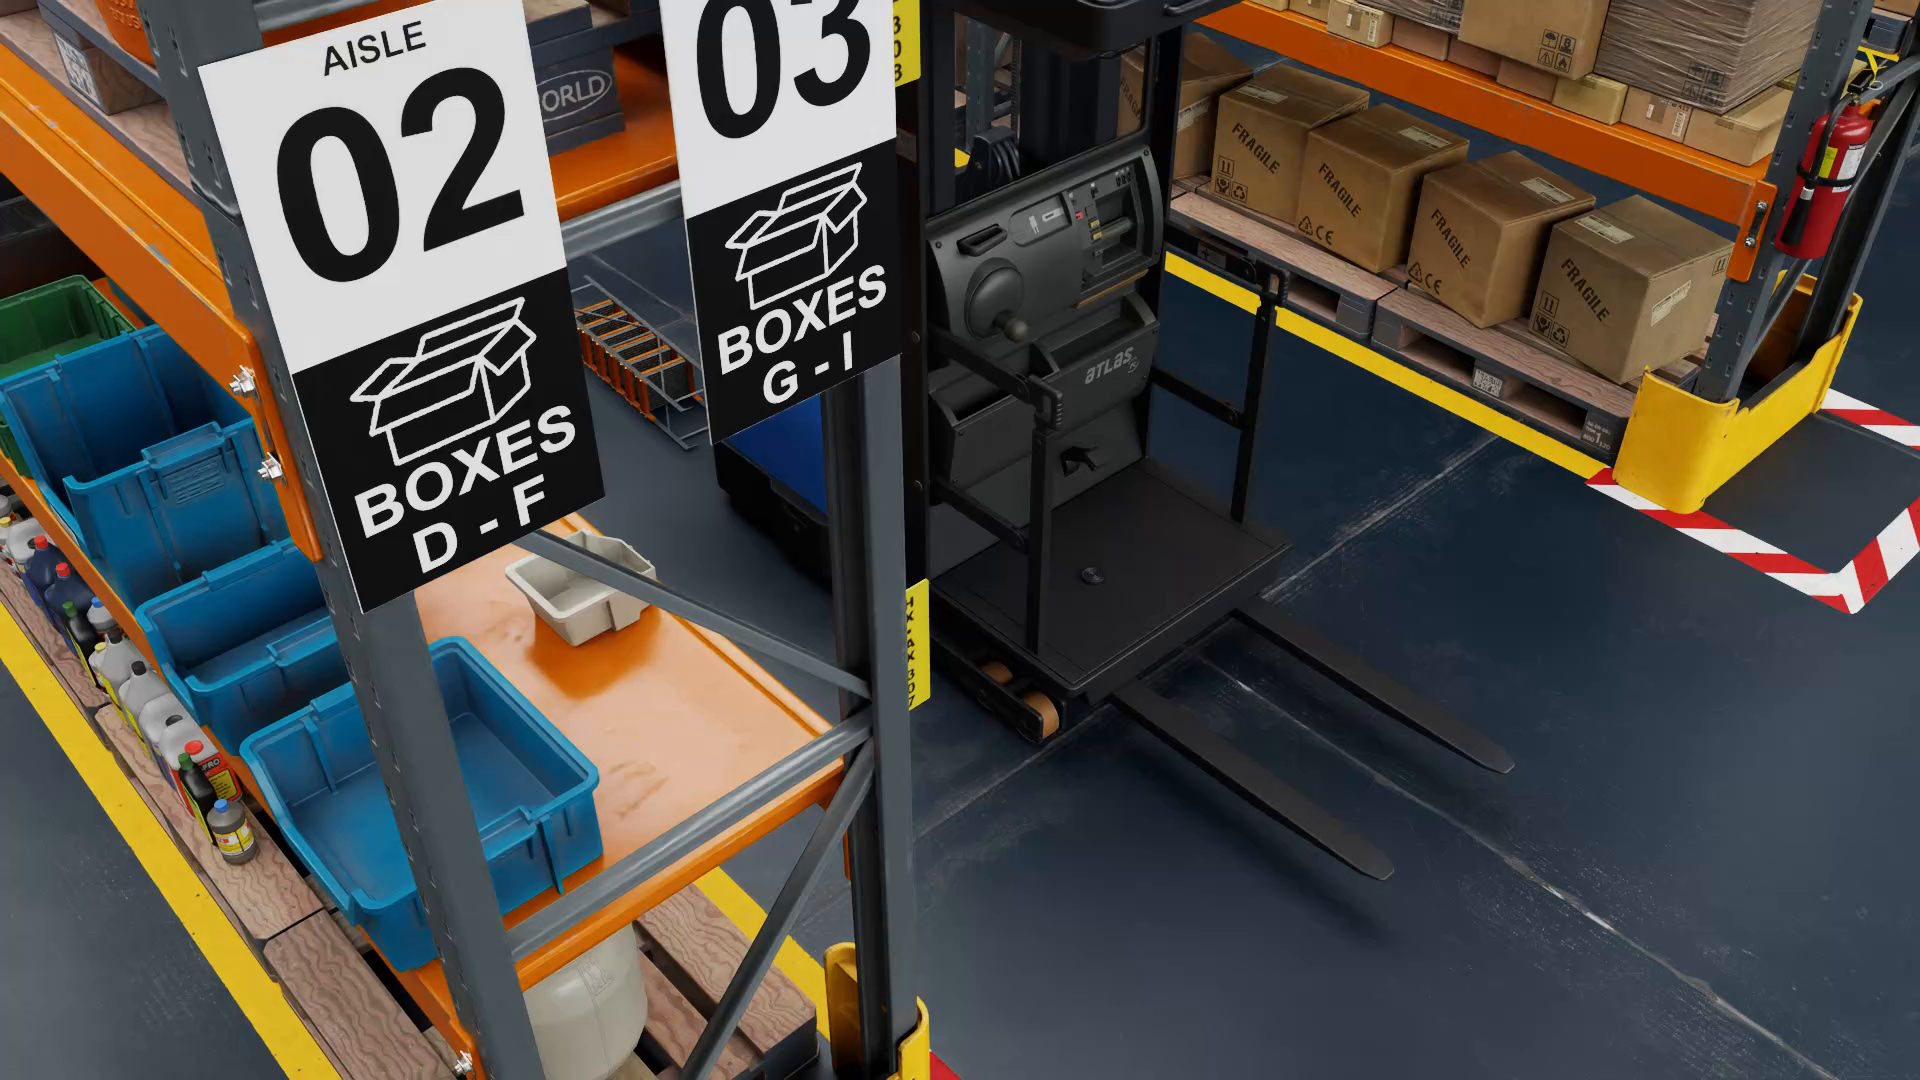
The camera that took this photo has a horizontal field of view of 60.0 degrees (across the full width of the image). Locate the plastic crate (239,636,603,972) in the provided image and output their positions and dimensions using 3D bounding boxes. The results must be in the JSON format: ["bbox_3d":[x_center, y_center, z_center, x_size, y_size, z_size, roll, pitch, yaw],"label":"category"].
[{"bbox_3d":[-1.068,0.517,3.341,0.499,0.251,0.616,-30,48,-32],"label":"plastic crate"}]

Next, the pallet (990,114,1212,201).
[{"bbox_3d":[0.914,-2.012,8.573,1.003,0.211,1.213,-30,48,-32],"label":"pallet"}]

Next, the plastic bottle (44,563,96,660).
[{"bbox_3d":[-2.847,0.209,5.362,0.185,0.351,0.144,32,49,33],"label":"plastic bottle"}]

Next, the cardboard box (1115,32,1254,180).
[{"bbox_3d":[1.068,-2.119,8.142,0.500,0.500,0.500,-16,42,-19],"label":"cardboard box"}]

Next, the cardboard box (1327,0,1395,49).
[{"bbox_3d":[1.702,-2.137,6.709,0.380,0.149,0.250,-30,48,-32],"label":"cardboard box"}]

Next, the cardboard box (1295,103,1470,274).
[{"bbox_3d":[1.890,-1.588,7.484,0.500,0.500,0.500,-25,45,-28],"label":"cardboard box"}]

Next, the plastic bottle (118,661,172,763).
[{"bbox_3d":[-2.433,0.492,5.012,0.144,0.351,0.185,-28,47,-30],"label":"plastic bottle"}]

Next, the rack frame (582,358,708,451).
[{"bbox_3d":[-1.382,-0.699,7.105,0.240,0.006,1.200,-27,46,-29],"label":"rack frame"}]

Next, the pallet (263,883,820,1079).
[{"bbox_3d":[-1.141,1.255,4.528,1.003,0.211,1.213,-30,48,-32],"label":"pallet"}]

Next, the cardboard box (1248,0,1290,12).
[{"bbox_3d":[1.382,-2.379,7.008,0.380,0.149,0.250,-30,48,-32],"label":"cardboard box"}]

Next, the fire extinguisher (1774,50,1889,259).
[{"bbox_3d":[2.877,-1.262,5.487,0.296,0.674,0.183,-30,48,-32],"label":"fire extinguisher"}]

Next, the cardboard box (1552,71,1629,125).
[{"bbox_3d":[2.419,-1.698,6.164,0.380,0.149,0.250,-30,48,-32],"label":"cardboard box"}]

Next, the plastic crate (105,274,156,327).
[{"bbox_3d":[-2.266,-0.833,5.013,0.499,0.251,0.616,-30,48,-32],"label":"plastic crate"}]

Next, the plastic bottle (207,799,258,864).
[{"bbox_3d":[-2.074,0.817,4.728,0.097,0.201,0.097,0,39,0],"label":"plastic bottle"}]

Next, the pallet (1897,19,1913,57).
[{"bbox_3d":[6.262,-2.854,9.616,1.003,0.211,1.213,-30,48,-32],"label":"pallet"}]

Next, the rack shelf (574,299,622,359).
[{"bbox_3d":[-1.579,-0.924,7.241,0.258,0.180,0.103,-27,46,-29],"label":"rack shelf"}]

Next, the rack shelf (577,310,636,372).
[{"bbox_3d":[-1.504,-0.866,7.168,0.258,0.180,0.103,-27,46,-29],"label":"rack shelf"}]

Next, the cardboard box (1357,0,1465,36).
[{"bbox_3d":[2.054,-2.392,6.508,0.875,0.500,0.500,-30,48,-32],"label":"cardboard box"}]

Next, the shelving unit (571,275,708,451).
[{"bbox_3d":[-1.382,-0.771,7.048,0.258,0.189,1.200,-27,46,-29],"label":"shelving unit"}]

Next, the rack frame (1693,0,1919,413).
[{"bbox_3d":[3.139,-1.541,5.771,1.000,3.000,0.127,-30,48,-32],"label":"rack frame"}]

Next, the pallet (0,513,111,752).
[{"bbox_3d":[-2.791,0.126,5.926,1.003,0.211,1.213,-30,48,-32],"label":"pallet"}]

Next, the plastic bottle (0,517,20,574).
[{"bbox_3d":[-3.253,0.011,5.727,0.097,0.201,0.097,0,39,0],"label":"plastic bottle"}]

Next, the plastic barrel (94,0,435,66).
[{"bbox_3d":[-0.932,-1.105,2.167,0.600,0.830,0.708,-30,48,-32],"label":"plastic barrel"}]

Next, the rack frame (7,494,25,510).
[{"bbox_3d":[-3.215,-1.288,5.457,1.000,3.000,0.127,-30,48,-32],"label":"rack frame"}]

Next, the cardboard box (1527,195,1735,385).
[{"bbox_3d":[2.729,-1.028,6.791,0.500,0.500,0.500,-21,44,-24],"label":"cardboard box"}]

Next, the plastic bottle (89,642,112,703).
[{"bbox_3d":[-2.672,0.408,5.235,0.097,0.201,0.097,0,39,0],"label":"plastic bottle"}]

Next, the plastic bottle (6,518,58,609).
[{"bbox_3d":[-3.083,0.072,5.591,0.152,0.276,0.135,-28,47,-30],"label":"plastic bottle"}]

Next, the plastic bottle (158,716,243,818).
[{"bbox_3d":[-2.225,0.660,4.863,0.152,0.276,0.135,-30,47,-31],"label":"plastic bottle"}]

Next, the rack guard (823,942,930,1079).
[{"bbox_3d":[-0.595,1.521,3.969,1.175,0.500,0.348,-30,48,-32],"label":"rack guard"}]

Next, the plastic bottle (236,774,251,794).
[{"bbox_3d":[-2.147,0.612,4.917,0.061,0.283,0.133,-30,48,-32],"label":"plastic bottle"}]

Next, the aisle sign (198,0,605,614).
[{"bbox_3d":[-0.679,-0.288,2.151,0.394,0.787,0.004,-30,48,-32],"label":"aisle sign"}]

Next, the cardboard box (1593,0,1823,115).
[{"bbox_3d":[2.787,-1.962,5.976,0.875,0.500,0.500,-30,48,-32],"label":"cardboard box"}]

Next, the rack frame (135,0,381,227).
[{"bbox_3d":[-0.509,-1.770,1.280,1.000,3.000,0.127,-30,48,-32],"label":"rack frame"}]

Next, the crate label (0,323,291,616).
[{"bbox_3d":[-1.953,-0.187,4.066,0.502,0.435,0.616,-30,48,-32],"label":"crate label"}]

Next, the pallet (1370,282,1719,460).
[{"bbox_3d":[2.564,-0.883,7.175,1.003,0.211,1.213,-30,48,-32],"label":"pallet"}]

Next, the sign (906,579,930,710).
[{"bbox_3d":[-0.101,0.224,3.365,0.100,0.325,0.005,-30,48,-32],"label":"sign"}]

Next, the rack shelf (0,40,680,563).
[{"bbox_3d":[-1.862,-1.249,3.595,1.077,0.370,4.000,-30,48,-32],"label":"rack shelf"}]

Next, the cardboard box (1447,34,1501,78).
[{"bbox_3d":[2.122,-1.953,6.481,0.380,0.149,0.250,-30,48,-32],"label":"cardboard box"}]

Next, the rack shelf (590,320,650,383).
[{"bbox_3d":[-1.429,-0.807,7.094,0.258,0.180,0.103,-27,46,-29],"label":"rack shelf"}]

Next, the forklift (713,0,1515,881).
[{"bbox_3d":[0.424,-0.848,4.967,1.130,2.935,3.031,-30,48,-32],"label":"forklift"}]

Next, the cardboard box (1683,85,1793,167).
[{"bbox_3d":[2.794,-1.488,5.905,0.380,0.149,0.250,-30,48,-32],"label":"cardboard box"}]
